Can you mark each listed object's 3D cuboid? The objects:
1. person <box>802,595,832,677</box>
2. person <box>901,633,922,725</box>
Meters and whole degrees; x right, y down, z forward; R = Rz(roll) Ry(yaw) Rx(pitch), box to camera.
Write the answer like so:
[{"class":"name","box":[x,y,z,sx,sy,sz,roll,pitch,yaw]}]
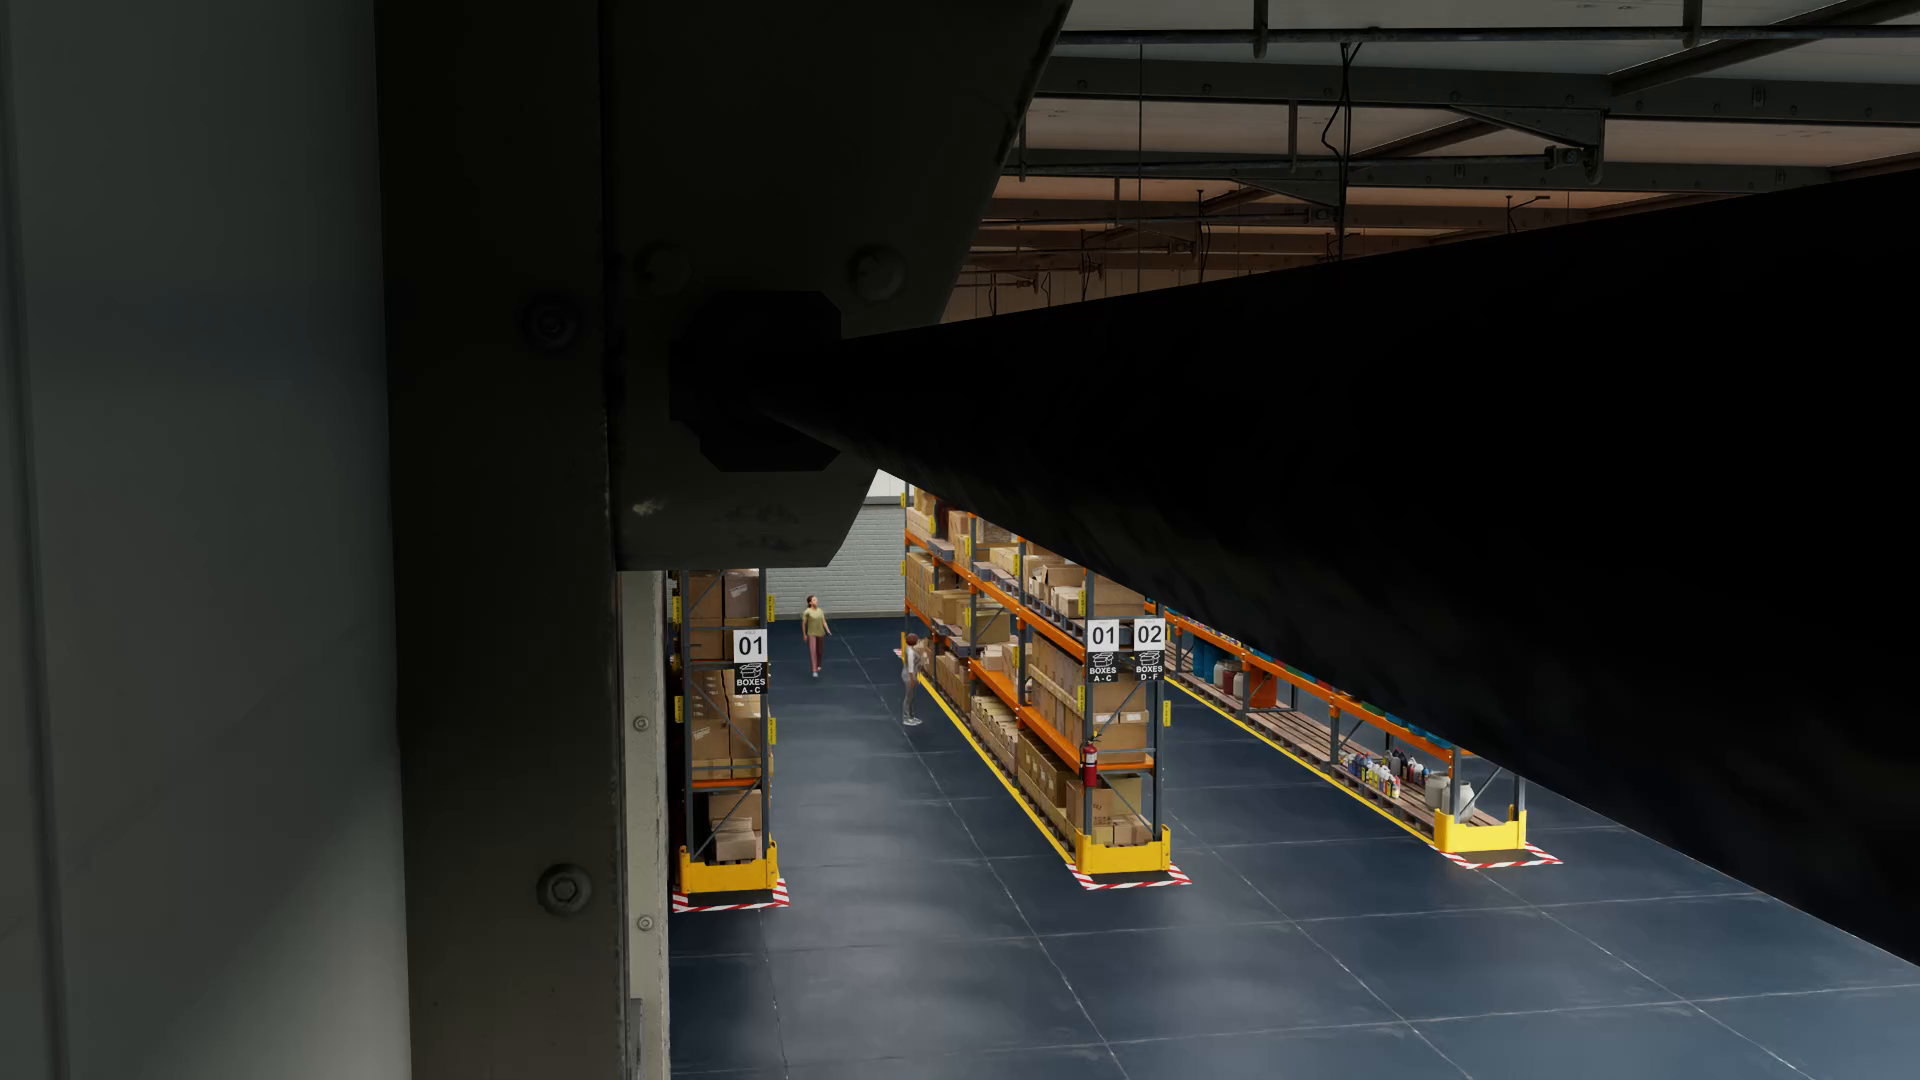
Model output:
[{"class":"person","box":[-2.874,1.908,33.358,0.574,1.615,1.009,-1,6,-12]},{"class":"person","box":[-0.838,2.397,28.716,0.358,1.604,0.428,0,6,-1]}]
